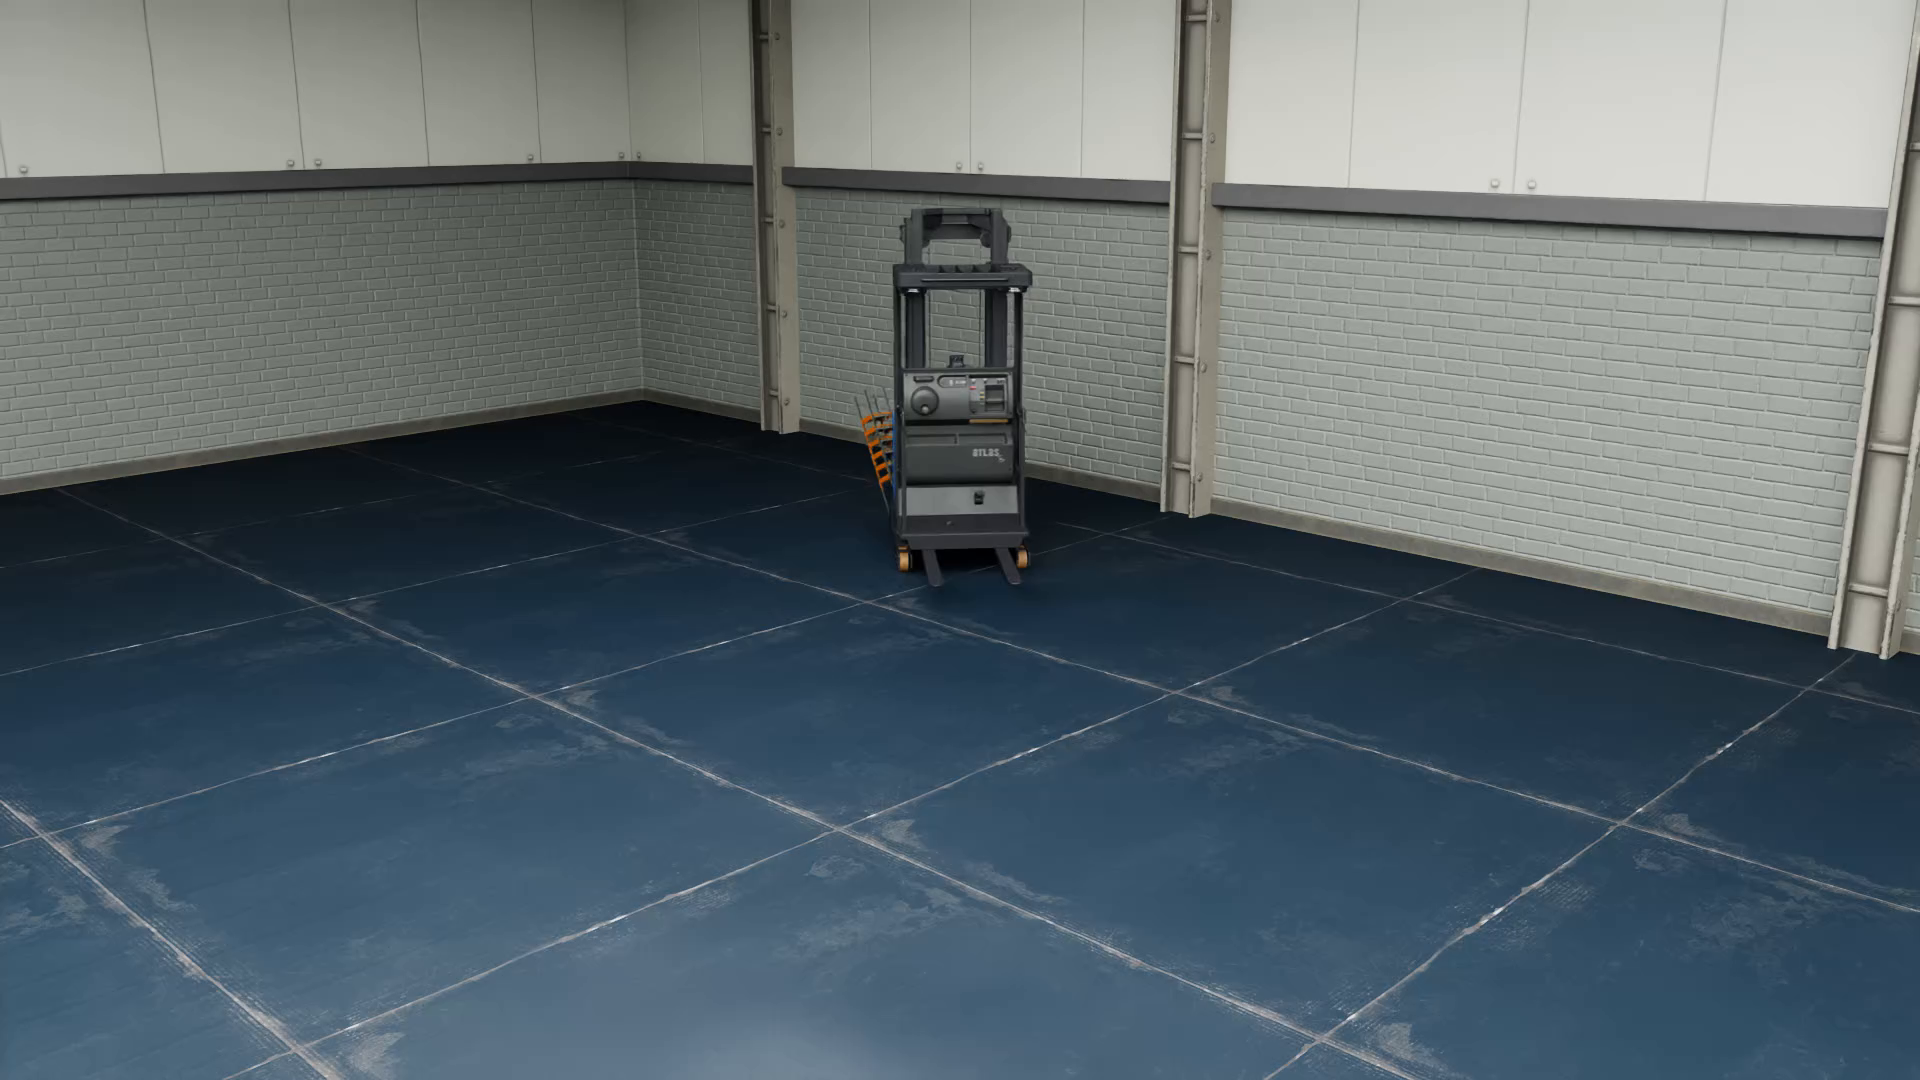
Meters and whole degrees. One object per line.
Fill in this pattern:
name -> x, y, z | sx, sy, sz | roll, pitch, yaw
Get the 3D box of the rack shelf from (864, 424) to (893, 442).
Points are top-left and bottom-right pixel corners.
rack shelf -> -0.756, -1.032, 15.909 | 0.258, 0.103, 0.180 | -11, -9, -38

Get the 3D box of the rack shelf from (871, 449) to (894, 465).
rack shelf -> -0.688, -0.804, 15.879 | 0.258, 0.103, 0.180 | -11, -9, -38

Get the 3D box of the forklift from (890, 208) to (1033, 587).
forklift -> 0.005, -1.240, 13.876 | 1.130, 2.935, 3.031 | -1, 15, -4

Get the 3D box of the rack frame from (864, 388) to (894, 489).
rack frame -> -0.649, -0.871, 15.813 | 0.240, 1.200, 0.006 | -11, -9, -38

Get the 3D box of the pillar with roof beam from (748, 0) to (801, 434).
pillar with roof beam -> -5.139, -4.893, 15.864 | 0.400, 9.000, 9.100 | 14, 20, 42

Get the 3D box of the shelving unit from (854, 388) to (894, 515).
shelving unit -> -0.701, -0.846, 15.884 | 0.258, 1.200, 0.189 | -11, -9, -38

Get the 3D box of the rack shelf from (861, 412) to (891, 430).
rack shelf -> -0.790, -1.146, 15.925 | 0.258, 0.103, 0.180 | -11, -9, -38

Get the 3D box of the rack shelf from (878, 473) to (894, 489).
rack shelf -> -0.620, -0.576, 15.848 | 0.258, 0.103, 0.180 | -11, -9, -38

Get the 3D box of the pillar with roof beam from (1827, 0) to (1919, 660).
pillar with roof beam -> 3.500, -2.793, 7.804 | 0.400, 9.000, 9.100 | 14, 20, 42

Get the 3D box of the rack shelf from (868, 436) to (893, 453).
rack shelf -> -0.722, -0.918, 15.894 | 0.258, 0.103, 0.180 | -11, -9, -38

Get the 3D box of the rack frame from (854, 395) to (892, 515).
rack frame -> -0.752, -0.821, 15.955 | 0.240, 1.200, 0.006 | -11, -9, -38

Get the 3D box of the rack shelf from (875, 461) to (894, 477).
rack shelf -> -0.654, -0.690, 15.863 | 0.258, 0.103, 0.180 | -11, -9, -38

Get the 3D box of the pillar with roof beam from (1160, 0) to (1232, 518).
pillar with roof beam -> -0.819, -3.843, 11.834 | 0.400, 9.000, 9.100 | 14, 20, 42
